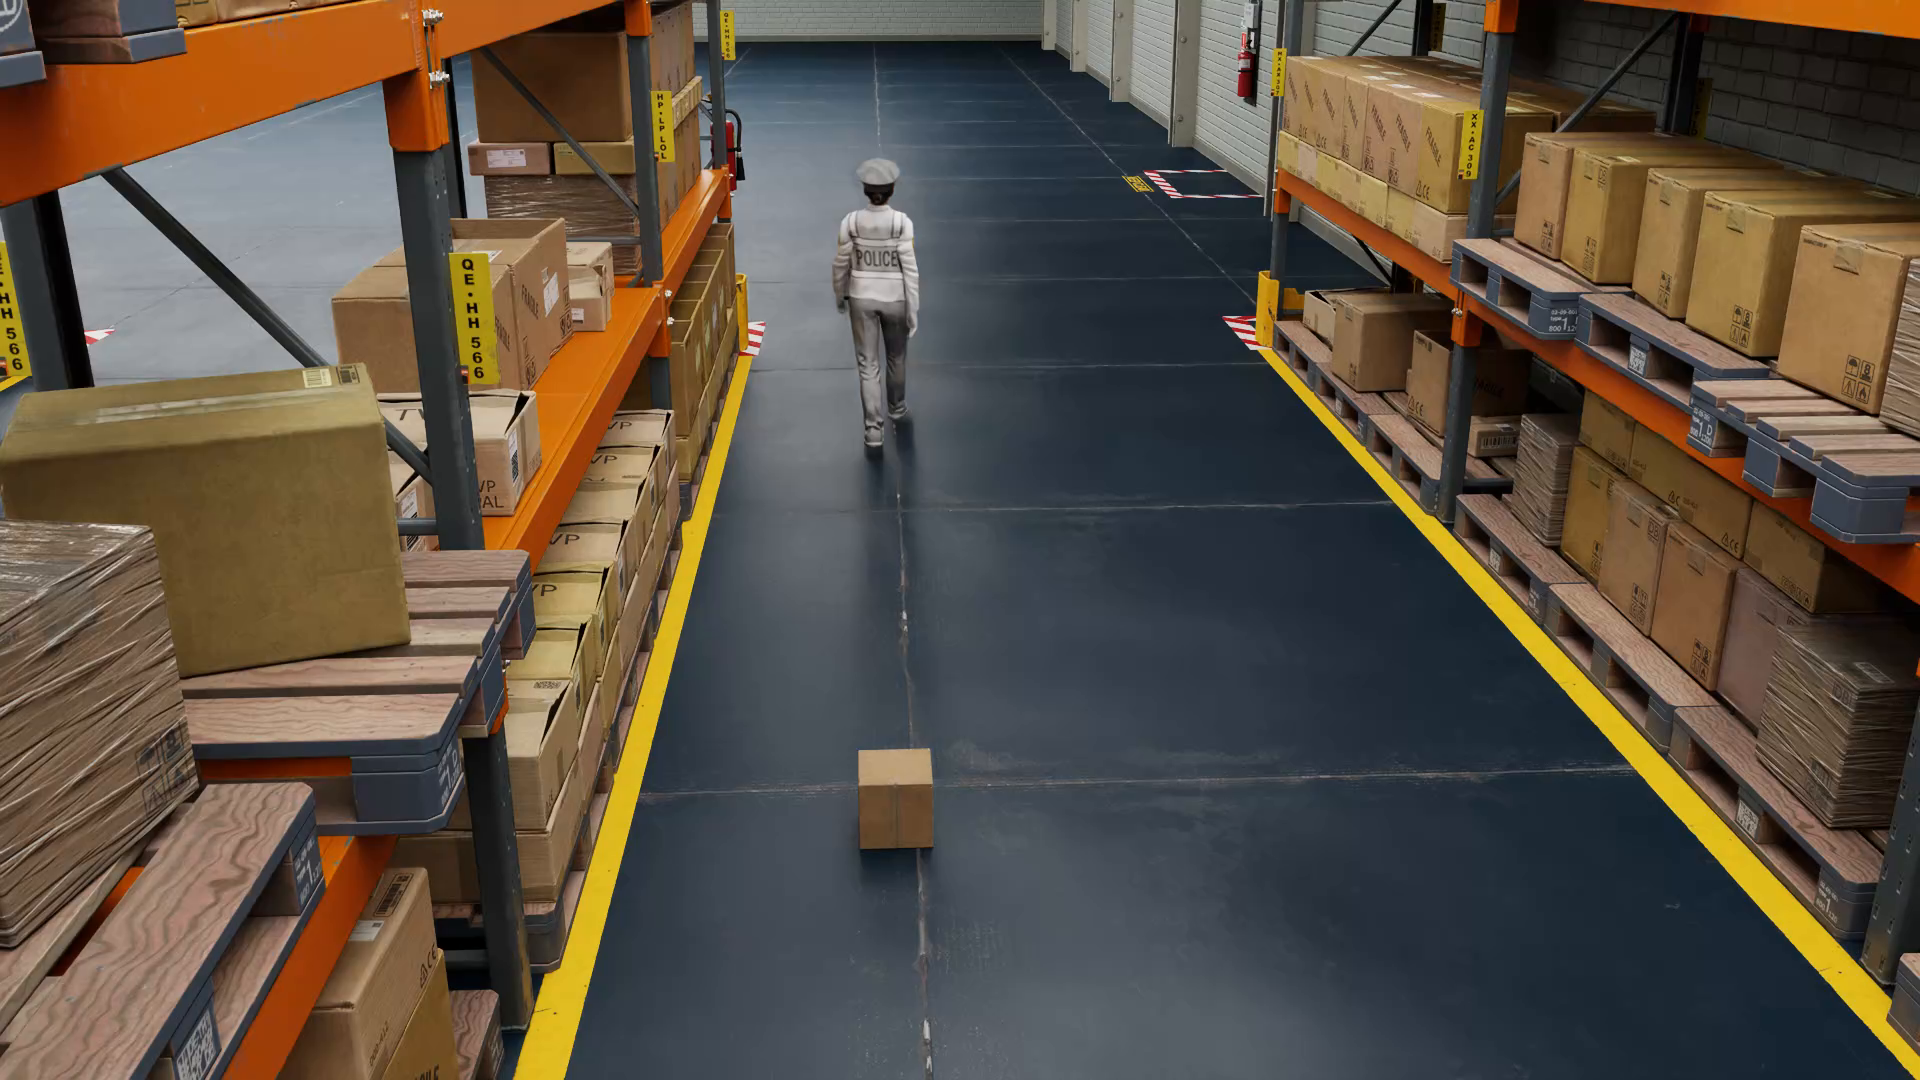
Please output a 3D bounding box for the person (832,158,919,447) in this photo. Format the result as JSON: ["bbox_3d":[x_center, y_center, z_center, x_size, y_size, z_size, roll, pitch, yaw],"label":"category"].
[{"bbox_3d":[-0.500,-1.436,9.838,0.505,1.630,0.978,-1,21,-3],"label":"person"}]
